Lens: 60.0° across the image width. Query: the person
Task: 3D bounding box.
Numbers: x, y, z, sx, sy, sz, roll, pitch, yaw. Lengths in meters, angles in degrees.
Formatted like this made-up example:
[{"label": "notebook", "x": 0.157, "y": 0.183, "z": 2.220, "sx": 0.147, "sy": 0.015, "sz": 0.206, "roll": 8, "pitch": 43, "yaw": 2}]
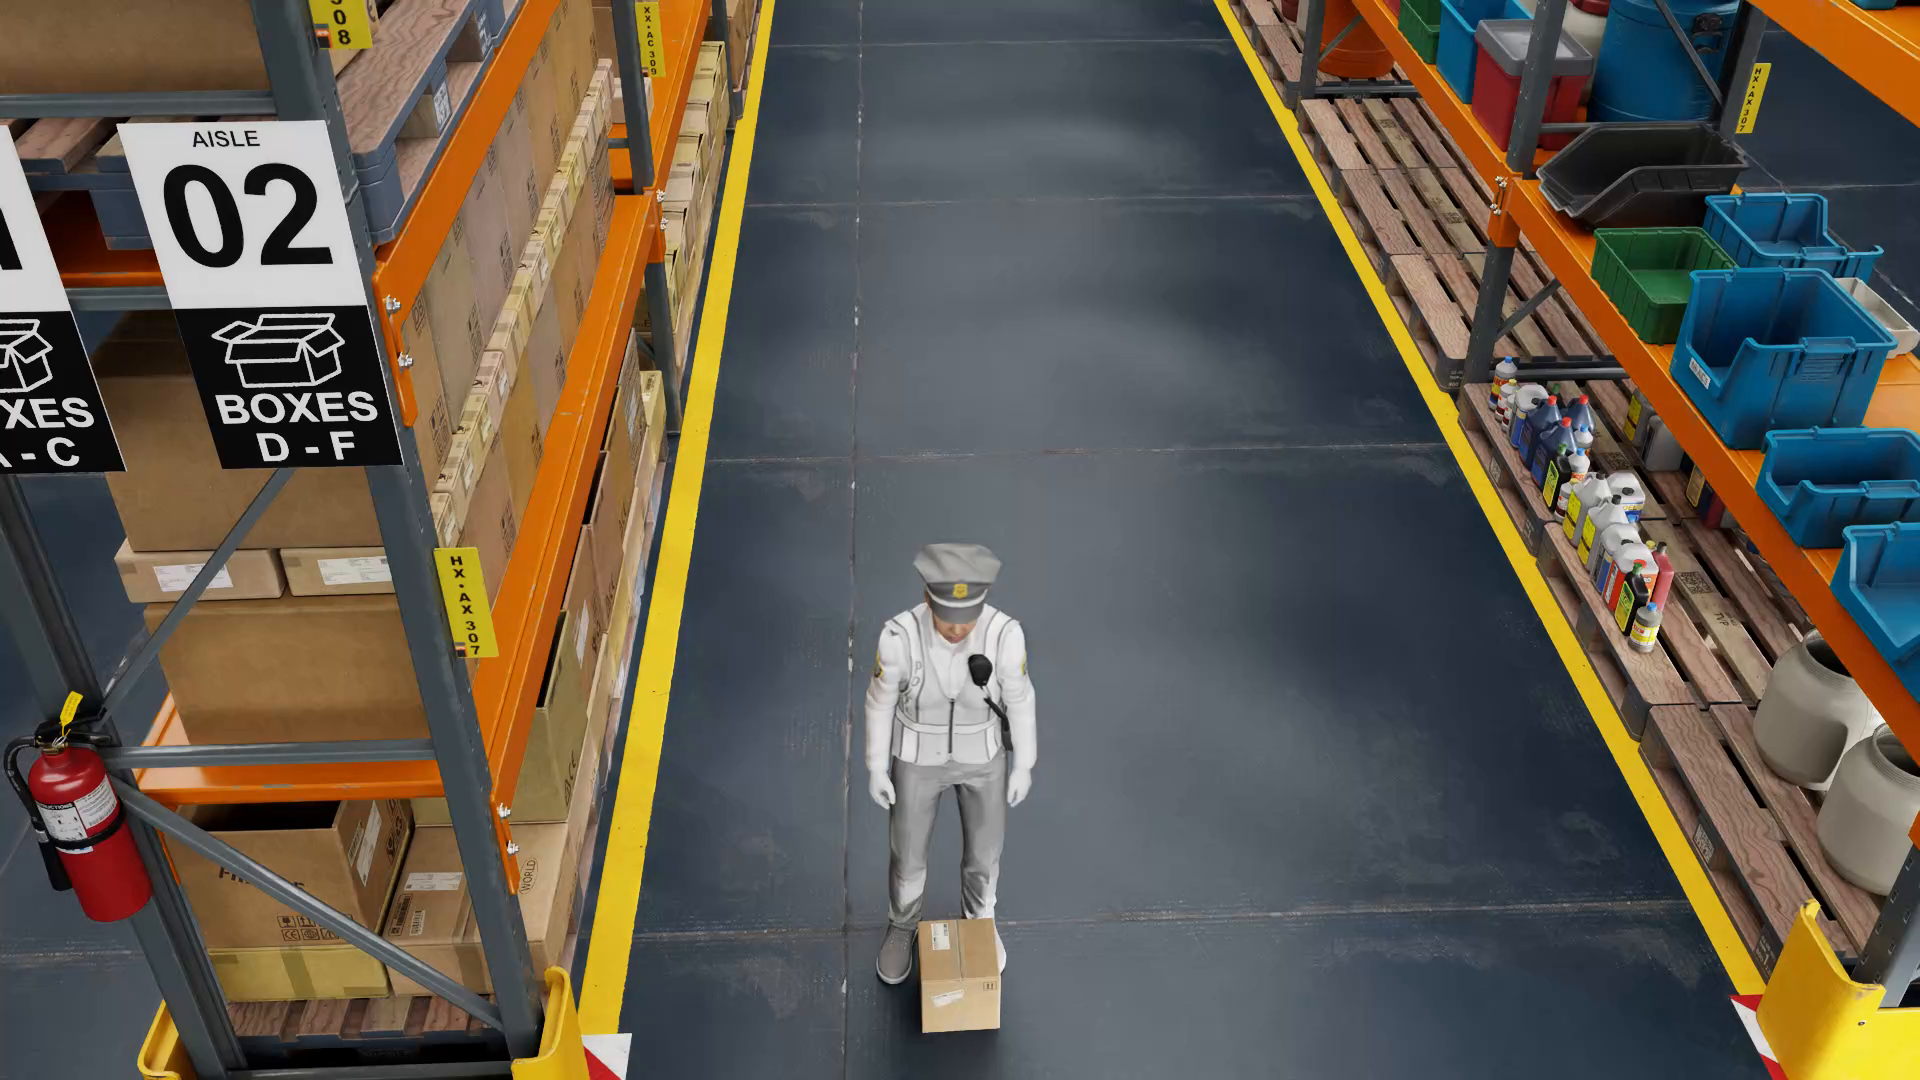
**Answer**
[{"label": "person", "x": -0.028, "y": 0.694, "z": 5.167, "sx": 0.529, "sy": 1.664, "sz": 0.371, "roll": -1, "pitch": 35, "yaw": -2}]
